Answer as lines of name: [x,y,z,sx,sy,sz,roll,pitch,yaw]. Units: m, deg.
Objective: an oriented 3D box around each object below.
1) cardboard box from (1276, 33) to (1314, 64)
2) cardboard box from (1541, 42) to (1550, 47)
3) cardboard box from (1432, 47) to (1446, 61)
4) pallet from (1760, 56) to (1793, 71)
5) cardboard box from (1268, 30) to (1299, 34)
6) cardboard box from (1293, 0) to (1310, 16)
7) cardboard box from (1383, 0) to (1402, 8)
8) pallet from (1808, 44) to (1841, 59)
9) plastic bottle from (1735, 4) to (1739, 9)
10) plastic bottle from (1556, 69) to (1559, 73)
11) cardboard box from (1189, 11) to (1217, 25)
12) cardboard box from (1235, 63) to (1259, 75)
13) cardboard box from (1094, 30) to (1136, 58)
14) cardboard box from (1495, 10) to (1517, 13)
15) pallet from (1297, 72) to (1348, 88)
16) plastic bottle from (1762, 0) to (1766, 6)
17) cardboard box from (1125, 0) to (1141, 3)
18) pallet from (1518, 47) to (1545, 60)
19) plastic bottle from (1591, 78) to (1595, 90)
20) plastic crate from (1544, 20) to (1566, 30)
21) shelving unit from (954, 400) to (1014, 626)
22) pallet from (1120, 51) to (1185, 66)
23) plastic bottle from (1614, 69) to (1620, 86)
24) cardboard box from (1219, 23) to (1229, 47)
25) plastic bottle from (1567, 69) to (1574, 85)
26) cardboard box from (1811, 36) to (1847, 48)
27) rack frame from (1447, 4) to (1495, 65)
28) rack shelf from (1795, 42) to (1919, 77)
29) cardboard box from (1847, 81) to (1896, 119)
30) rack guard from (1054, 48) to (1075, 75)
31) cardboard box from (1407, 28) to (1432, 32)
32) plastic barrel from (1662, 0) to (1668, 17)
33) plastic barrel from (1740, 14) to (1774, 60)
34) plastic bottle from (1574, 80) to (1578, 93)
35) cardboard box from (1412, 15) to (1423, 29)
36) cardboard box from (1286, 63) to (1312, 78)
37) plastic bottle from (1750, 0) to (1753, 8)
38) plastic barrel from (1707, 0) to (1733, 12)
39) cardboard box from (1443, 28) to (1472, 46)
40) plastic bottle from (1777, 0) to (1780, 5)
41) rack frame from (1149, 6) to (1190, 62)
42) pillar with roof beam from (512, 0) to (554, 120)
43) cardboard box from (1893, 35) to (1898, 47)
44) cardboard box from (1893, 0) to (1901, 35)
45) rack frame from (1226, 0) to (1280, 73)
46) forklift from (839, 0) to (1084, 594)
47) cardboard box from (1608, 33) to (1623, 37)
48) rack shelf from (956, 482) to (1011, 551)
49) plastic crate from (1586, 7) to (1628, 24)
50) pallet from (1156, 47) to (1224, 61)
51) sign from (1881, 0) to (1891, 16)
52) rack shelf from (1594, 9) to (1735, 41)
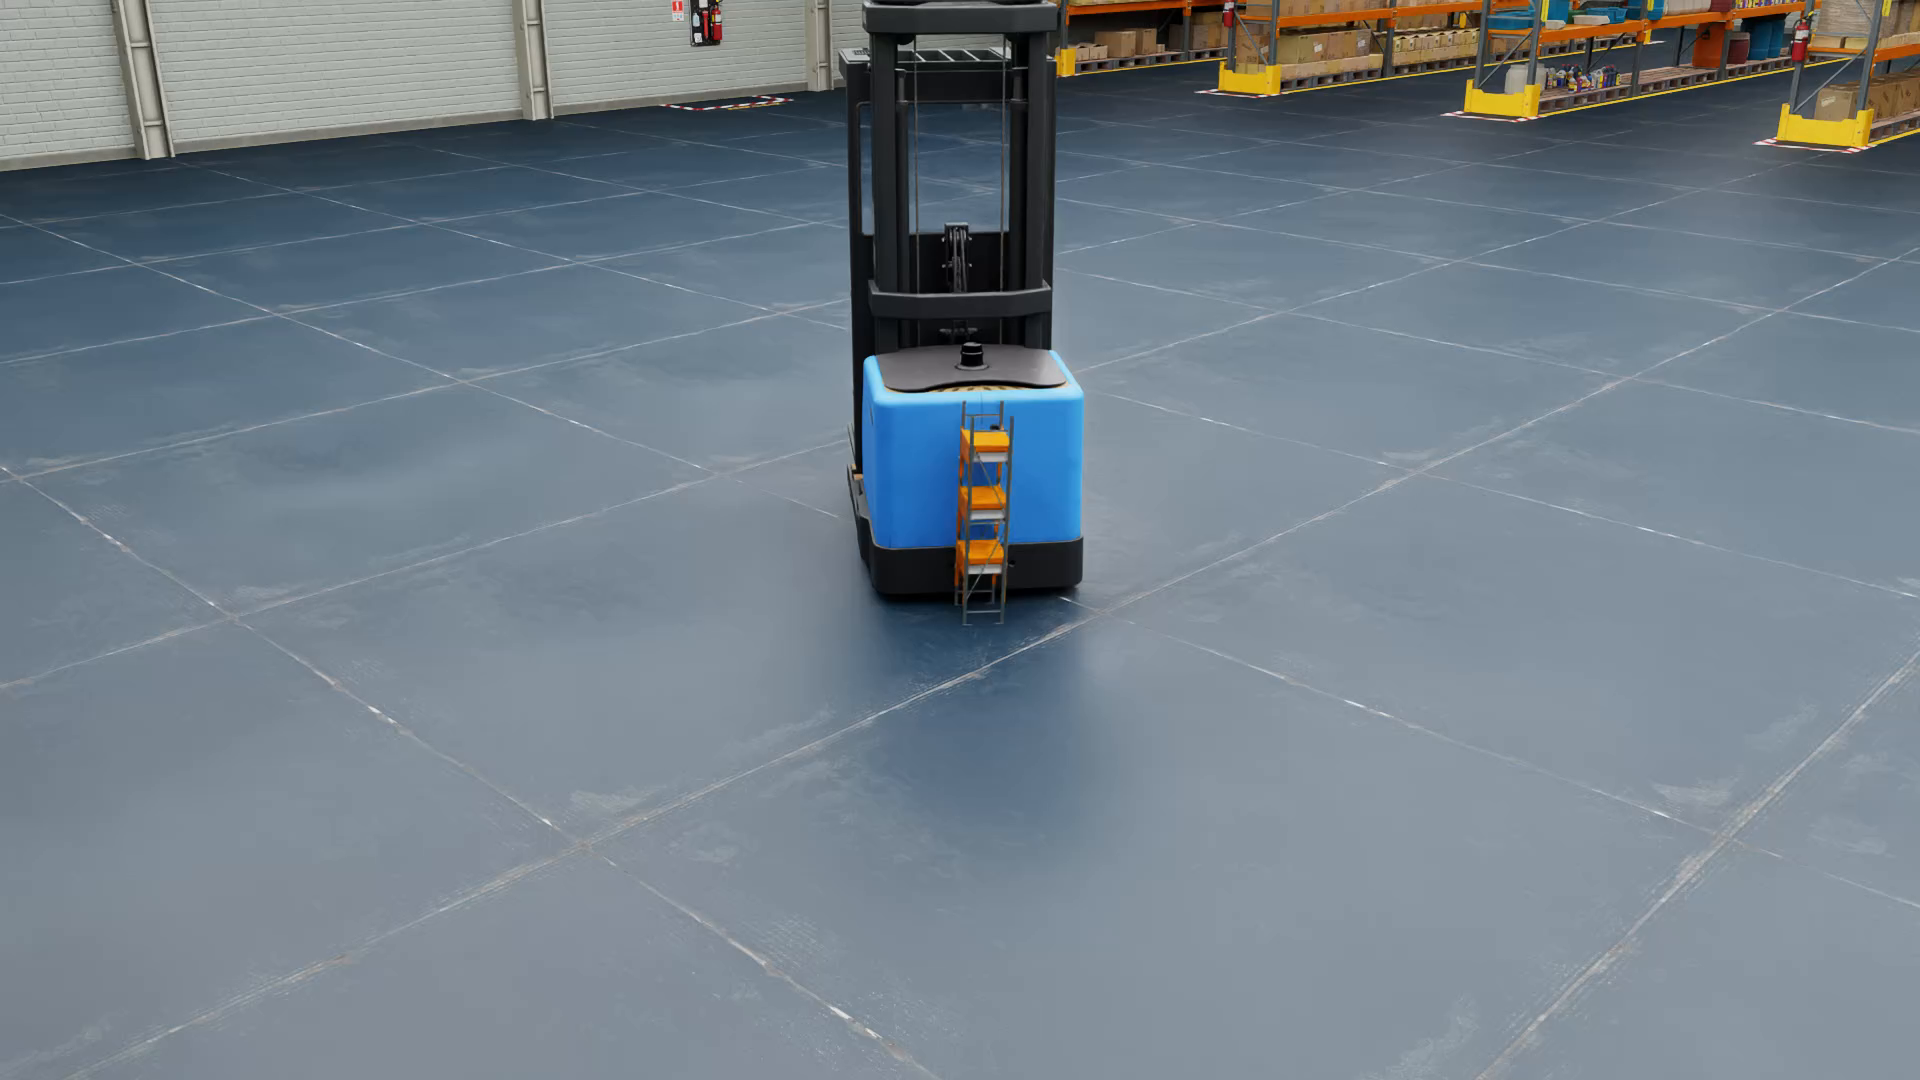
cardboard box: [6.176,-9.080,30.719,0.500,0.500,0.500,19,28,41]
cardboard box: [12.826,-11.277,37.104,0.500,0.500,0.500,20,29,41]
cardboard box: [9.617,-9.984,34.117,0.500,0.250,0.500,-20,28,-41]
pallet: [16.645,-9.961,34.695,1.003,0.211,1.213,19,28,41]
cardboard box: [6.143,-9.342,31.400,0.500,0.500,0.500,19,28,41]
cardboard box: [5.993,-9.906,30.527,0.500,0.500,0.700,-19,28,-41]
cardboard box: [8.398,-10.702,32.946,0.500,0.250,0.500,-18,27,-39]
pallet: [19.400,-10.974,37.333,1.003,0.211,1.213,19,28,41]
plastic bottle: [14.956,-10.394,32.110,0.152,0.276,0.135,19,28,41]
plastic bottle: [10.495,-8.147,29.263,0.133,0.283,0.061,-19,28,-40]
cardboard box: [5.340,-11.569,36.819,0.500,0.250,0.500,19,28,40]
cardboard box: [5.457,-8.731,30.855,0.500,0.250,0.500,19,28,41]
cardboard box: [3.236,-10.362,34.722,0.700,0.500,0.500,17,27,37]
cardboard box: [12.107,-11.630,36.977,0.500,0.250,0.500,19,28,40]
pallet: [6.650,-8.824,31.737,1.003,0.211,1.213,19,28,41]
plastic bottle: [15.923,-10.751,33.037,0.152,0.276,0.135,19,28,41]
cardboard box: [3.377,-11.226,34.282,0.500,0.250,0.500,20,28,41]
pallet: [12.275,-10.856,37.024,1.003,0.211,1.213,19,28,41]
plastic bottle: [10.851,-7.845,28.591,0.097,0.201,0.097,0,21,0]
plastic crate: [9.696,-8.392,27.095,0.298,0.136,0.250,19,28,41]
shelving unit: [0.110,-0.124,7.918,0.215,1.050,0.252,-2,22,-10]
pallet: [4.090,-10.390,35.813,1.003,0.211,1.213,19,28,41]
plastic bottle: [11.533,-8.125,29.205,0.133,0.283,0.061,-18,28,-39]
cardboard box: [5.745,-11.372,37.350,0.700,0.500,0.500,20,28,41]
plastic bottle: [10.757,-8.154,29.299,0.097,0.271,0.097,0,21,0]
cardboard box: [12.441,-7.134,23.803,0.380,0.149,0.250,19,28,41]
rack frame: [10.876,-11.663,35.237,1.000,3.000,0.127,19,28,41]
rack shelf: [13.785,-7.304,24.900,1.077,0.370,4.000,19,28,41]
cardboard box: [13.681,-6.630,25.041,0.500,0.500,0.500,-17,27,-37]
rack guard: [1.796,-9.698,33.609,1.175,0.500,0.348,19,28,41]
cardboard box: [9.582,-10.508,34.698,0.500,0.311,0.500,18,28,39]
plastic barrel: [12.456,-9.648,29.806,0.433,0.535,0.433,0,21,0]
plastic barrel: [16.327,-10.349,34.159,0.600,0.901,0.708,19,28,41]
plastic bottle: [10.402,-7.679,28.160,0.097,0.201,0.097,0,21,0]
cardboard box: [11.422,-13.385,42.617,0.500,0.500,0.700,-19,28,-41]
cardboard box: [6.175,-8.730,30.855,0.500,0.250,0.500,19,28,41]
plastic bottle: [15.472,-10.536,32.582,0.097,0.201,0.097,0,21,0]
plastic barrel: [14.316,-10.290,31.477,0.600,0.536,0.708,19,28,41]
cardboard box: [10.329,-10.505,34.691,0.500,0.311,0.500,19,28,40]
plastic bottle: [16.469,-10.952,33.560,0.152,0.276,0.135,19,28,41]
rack frame: [4.534,-11.873,35.785,1.000,3.000,0.127,19,28,41]
pillar with roof beam: [-3.675,-9.880,22.236,9.100,9.000,0.400,19,28,41]
cardboard box: [13.293,-7.212,24.006,0.380,0.149,0.250,19,28,41]
cardboard box: [13.056,-7.604,24.124,0.875,0.500,0.500,19,28,41]
rack frame: [5.295,-9.606,29.886,1.000,3.000,0.127,19,28,41]
forklift: [-0.075,-1.591,9.127,1.130,2.935,3.031,-2,21,-6]
cardboard box: [15.570,-12.203,39.861,0.500,0.250,0.500,19,28,41]
rack shelf: [0.110,-0.114,7.921,0.215,0.259,0.240,-2,22,-10]
plastic crate: [11.054,-8.972,28.443,0.499,0.251,0.616,19,28,41]
pallet: [5.076,-10.772,36.806,1.003,0.211,1.213,19,28,41]
sign: [12.779,-7.394,22.925,0.100,0.325,0.005,19,28,41]
rack shelf: [13.027,-9.572,30.800,1.077,0.370,4.000,19,28,41]
